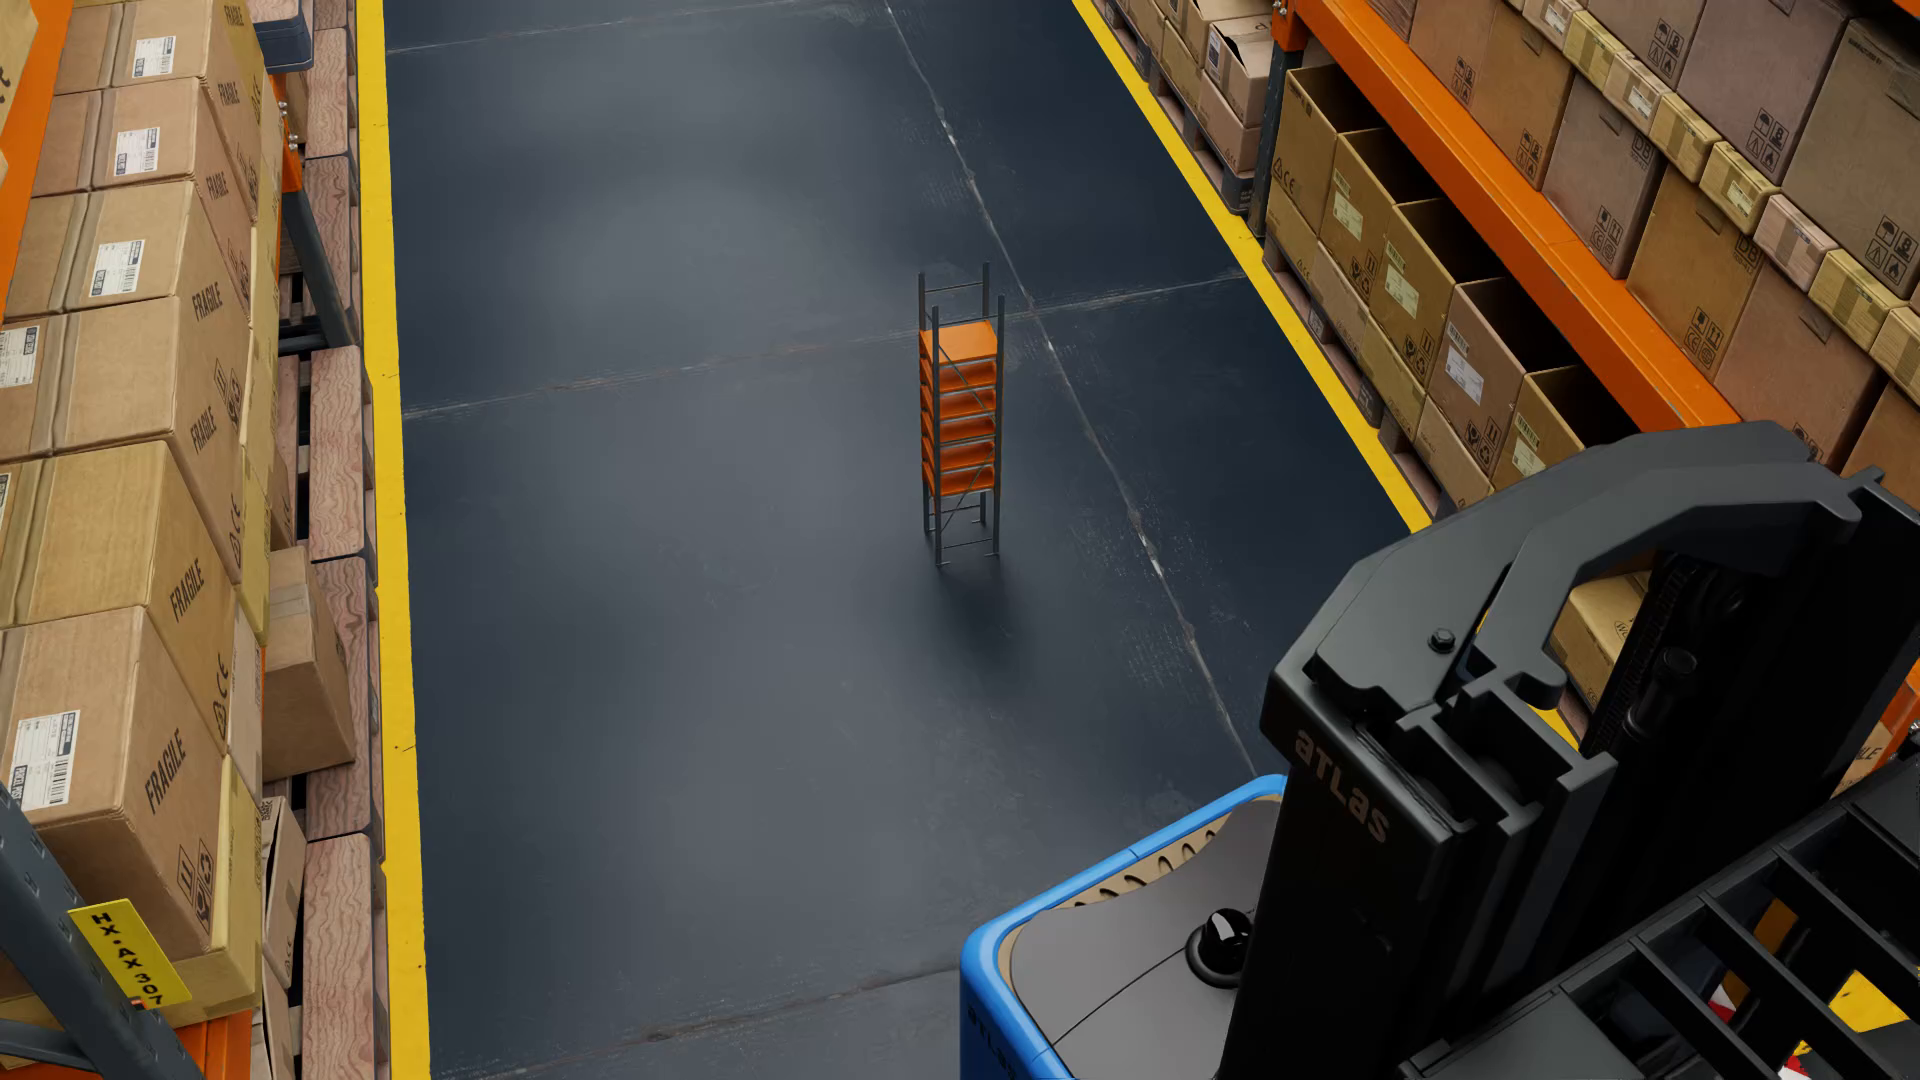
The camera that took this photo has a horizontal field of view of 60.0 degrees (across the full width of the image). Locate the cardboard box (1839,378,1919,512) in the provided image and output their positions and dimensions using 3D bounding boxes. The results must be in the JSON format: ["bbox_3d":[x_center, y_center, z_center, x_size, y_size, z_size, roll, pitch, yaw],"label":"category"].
[{"bbox_3d":[2.738,-0.152,4.228,0.700,0.500,0.500,-11,47,-10],"label":"cardboard box"}]

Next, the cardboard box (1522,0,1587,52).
[{"bbox_3d":[2.036,-1.706,5.297,0.380,0.149,0.250,-12,47,-11],"label":"cardboard box"}]

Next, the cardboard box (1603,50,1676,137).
[{"bbox_3d":[2.164,-1.353,4.952,0.380,0.149,0.250,-11,47,-11],"label":"cardboard box"}]

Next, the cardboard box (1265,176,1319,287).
[{"bbox_3d":[1.647,-1.363,7.116,0.500,0.250,0.500,-11,47,-10],"label":"cardboard box"}]

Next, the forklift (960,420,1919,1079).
[{"bbox_3d":[1.177,1.372,2.853,1.130,2.935,3.031,-23,50,-21],"label":"forklift"}]

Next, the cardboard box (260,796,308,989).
[{"bbox_3d":[-2.179,1.016,4.729,0.500,0.311,0.500,-7,46,-7],"label":"cardboard box"}]

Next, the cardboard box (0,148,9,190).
[{"bbox_3d":[-1.890,-0.629,2.582,0.500,0.500,0.500,-8,46,-8],"label":"cardboard box"}]

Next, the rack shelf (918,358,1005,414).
[{"bbox_3d":[0.004,-0.547,5.672,0.258,0.103,0.180,-11,47,-10],"label":"rack shelf"}]

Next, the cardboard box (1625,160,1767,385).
[{"bbox_3d":[2.477,-0.857,4.920,0.700,0.500,0.500,-10,46,-10],"label":"cardboard box"}]

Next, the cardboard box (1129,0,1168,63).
[{"bbox_3d":[1.175,-2.674,8.402,0.500,0.250,0.500,-10,46,-9],"label":"cardboard box"}]

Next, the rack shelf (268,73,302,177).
[{"bbox_3d":[-3.479,-2.774,7.372,1.077,0.370,4.000,-11,47,-10],"label":"rack shelf"}]

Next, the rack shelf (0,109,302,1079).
[{"bbox_3d":[-2.455,-0.013,4.666,1.077,0.370,4.000,-11,47,-10],"label":"rack shelf"}]

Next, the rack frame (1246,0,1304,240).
[{"bbox_3d":[1.821,-2.554,6.652,1.000,3.000,0.127,-11,47,-10],"label":"rack frame"}]

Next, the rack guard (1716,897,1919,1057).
[{"bbox_3d":[2.851,1.100,4.822,1.175,0.500,0.348,-11,47,-10],"label":"rack guard"}]

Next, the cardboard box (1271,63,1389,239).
[{"bbox_3d":[1.637,-1.623,6.847,0.500,0.500,0.500,-11,47,-10],"label":"cardboard box"}]

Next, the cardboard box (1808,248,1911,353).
[{"bbox_3d":[2.429,-0.640,4.253,0.380,0.149,0.250,-11,47,-11],"label":"cardboard box"}]

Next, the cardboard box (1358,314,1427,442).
[{"bbox_3d":[1.893,-0.670,6.438,0.500,0.250,0.500,-11,47,-10],"label":"cardboard box"}]

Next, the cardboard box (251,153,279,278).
[{"bbox_3d":[-2.433,-0.983,5.204,0.500,0.250,0.500,-11,47,-10],"label":"cardboard box"}]

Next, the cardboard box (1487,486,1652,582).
[{"bbox_3d":[2.153,0.019,5.762,0.500,0.250,0.500,-11,47,-10],"label":"cardboard box"}]

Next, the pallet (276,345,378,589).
[{"bbox_3d":[-2.760,-0.212,6.310,1.003,0.211,1.213,-11,47,-10],"label":"pallet"}]

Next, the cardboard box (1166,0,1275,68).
[{"bbox_3d":[1.301,-2.520,7.858,0.500,0.311,0.500,-10,46,-9],"label":"cardboard box"}]

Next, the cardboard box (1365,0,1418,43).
[{"bbox_3d":[1.941,-2.283,6.317,0.700,0.500,0.500,-12,47,-11],"label":"cardboard box"}]

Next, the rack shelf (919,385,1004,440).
[{"bbox_3d":[0.004,-0.463,5.758,0.258,0.103,0.180,-11,47,-10],"label":"rack shelf"}]

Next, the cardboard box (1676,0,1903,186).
[{"bbox_3d":[2.455,-1.352,4.497,0.700,0.500,0.500,-11,47,-10],"label":"cardboard box"}]

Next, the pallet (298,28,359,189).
[{"bbox_3d":[-3.483,-2.050,8.112,1.003,0.211,1.213,-11,47,-10],"label":"pallet"}]

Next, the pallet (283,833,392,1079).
[{"bbox_3d":[-2.136,1.473,4.659,1.003,0.211,1.213,-11,47,-10],"label":"pallet"}]

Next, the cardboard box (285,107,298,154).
[{"bbox_3d":[-3.352,-1.777,7.333,0.700,0.500,0.500,-12,47,-11],"label":"cardboard box"}]

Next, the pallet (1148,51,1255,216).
[{"bbox_3d":[1.595,-2.079,8.140,1.003,0.211,1.213,-11,47,-10],"label":"pallet"}]

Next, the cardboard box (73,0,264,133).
[{"bbox_3d":[-2.547,-1.592,5.276,0.500,0.500,0.500,-11,47,-10],"label":"cardboard box"}]

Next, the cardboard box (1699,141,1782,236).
[{"bbox_3d":[2.299,-0.995,4.601,0.380,0.149,0.250,-9,46,-9],"label":"cardboard box"}]

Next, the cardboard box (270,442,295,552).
[{"bbox_3d":[-2.662,-0.215,5.803,0.500,0.500,0.500,-14,47,-13],"label":"cardboard box"}]

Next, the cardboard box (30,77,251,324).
[{"bbox_3d":[-2.295,-0.899,4.597,0.500,0.500,0.500,-12,47,-11],"label":"cardboard box"}]

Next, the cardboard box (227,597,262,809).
[{"bbox_3d":[-1.907,0.411,3.838,0.500,0.250,0.500,-12,47,-12],"label":"cardboard box"}]

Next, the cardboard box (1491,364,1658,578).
[{"bbox_3d":[2.150,-0.243,5.494,0.500,0.500,0.500,-11,47,-10],"label":"cardboard box"}]

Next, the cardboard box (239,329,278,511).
[{"bbox_3d":[-2.159,-0.291,4.526,0.500,0.250,0.500,-10,46,-10],"label":"cardboard box"}]

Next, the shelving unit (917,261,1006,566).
[{"bbox_3d":[0.004,-0.410,5.812,0.258,1.200,0.189,-11,47,-10],"label":"shelving unit"}]

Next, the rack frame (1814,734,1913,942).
[{"bbox_3d":[2.845,0.208,3.946,1.000,3.000,0.127,-11,47,-10],"label":"rack frame"}]

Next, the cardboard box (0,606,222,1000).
[{"bbox_3d":[-1.774,0.515,3.211,0.500,0.500,0.500,-11,47,-10],"label":"cardboard box"}]

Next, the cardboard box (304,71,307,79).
[{"bbox_3d":[-3.582,-2.484,8.026,0.700,0.500,0.500,-11,47,-11],"label":"cardboard box"}]

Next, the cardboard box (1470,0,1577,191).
[{"bbox_3d":[2.207,-1.573,5.622,0.700,0.500,0.500,-10,46,-10],"label":"cardboard box"}]

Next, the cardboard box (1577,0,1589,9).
[{"bbox_3d":[2.199,-2.043,5.174,0.700,0.500,0.500,-11,47,-10],"label":"cardboard box"}]

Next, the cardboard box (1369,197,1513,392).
[{"bbox_3d":[1.893,-0.933,6.170,0.500,0.500,0.500,-11,47,-10],"label":"cardboard box"}]

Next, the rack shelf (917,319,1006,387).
[{"bbox_3d":[0.004,-0.631,5.586,0.258,0.103,0.180,-11,47,-10],"label":"rack shelf"}]

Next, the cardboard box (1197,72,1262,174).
[{"bbox_3d":[1.435,-1.971,7.713,0.500,0.250,0.500,-11,47,-11],"label":"cardboard box"}]

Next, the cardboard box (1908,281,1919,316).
[{"bbox_3d":[2.724,-0.642,3.801,0.700,0.500,0.500,-11,47,-10],"label":"cardboard box"}]

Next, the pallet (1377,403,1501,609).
[{"bbox_3d":[2.300,-0.177,6.276,1.003,0.211,1.213,-11,47,-10],"label":"pallet"}]

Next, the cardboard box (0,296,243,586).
[{"bbox_3d":[-2.017,-0.186,3.898,0.500,0.500,0.500,-12,47,-12],"label":"cardboard box"}]

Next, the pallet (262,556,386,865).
[{"bbox_3d":[-2.445,0.632,5.483,1.003,0.211,1.213,-11,47,-10],"label":"pallet"}]

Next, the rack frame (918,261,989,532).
[{"bbox_3d":[-0.020,-0.473,5.874,0.240,1.200,0.006,-11,47,-10],"label":"rack frame"}]
